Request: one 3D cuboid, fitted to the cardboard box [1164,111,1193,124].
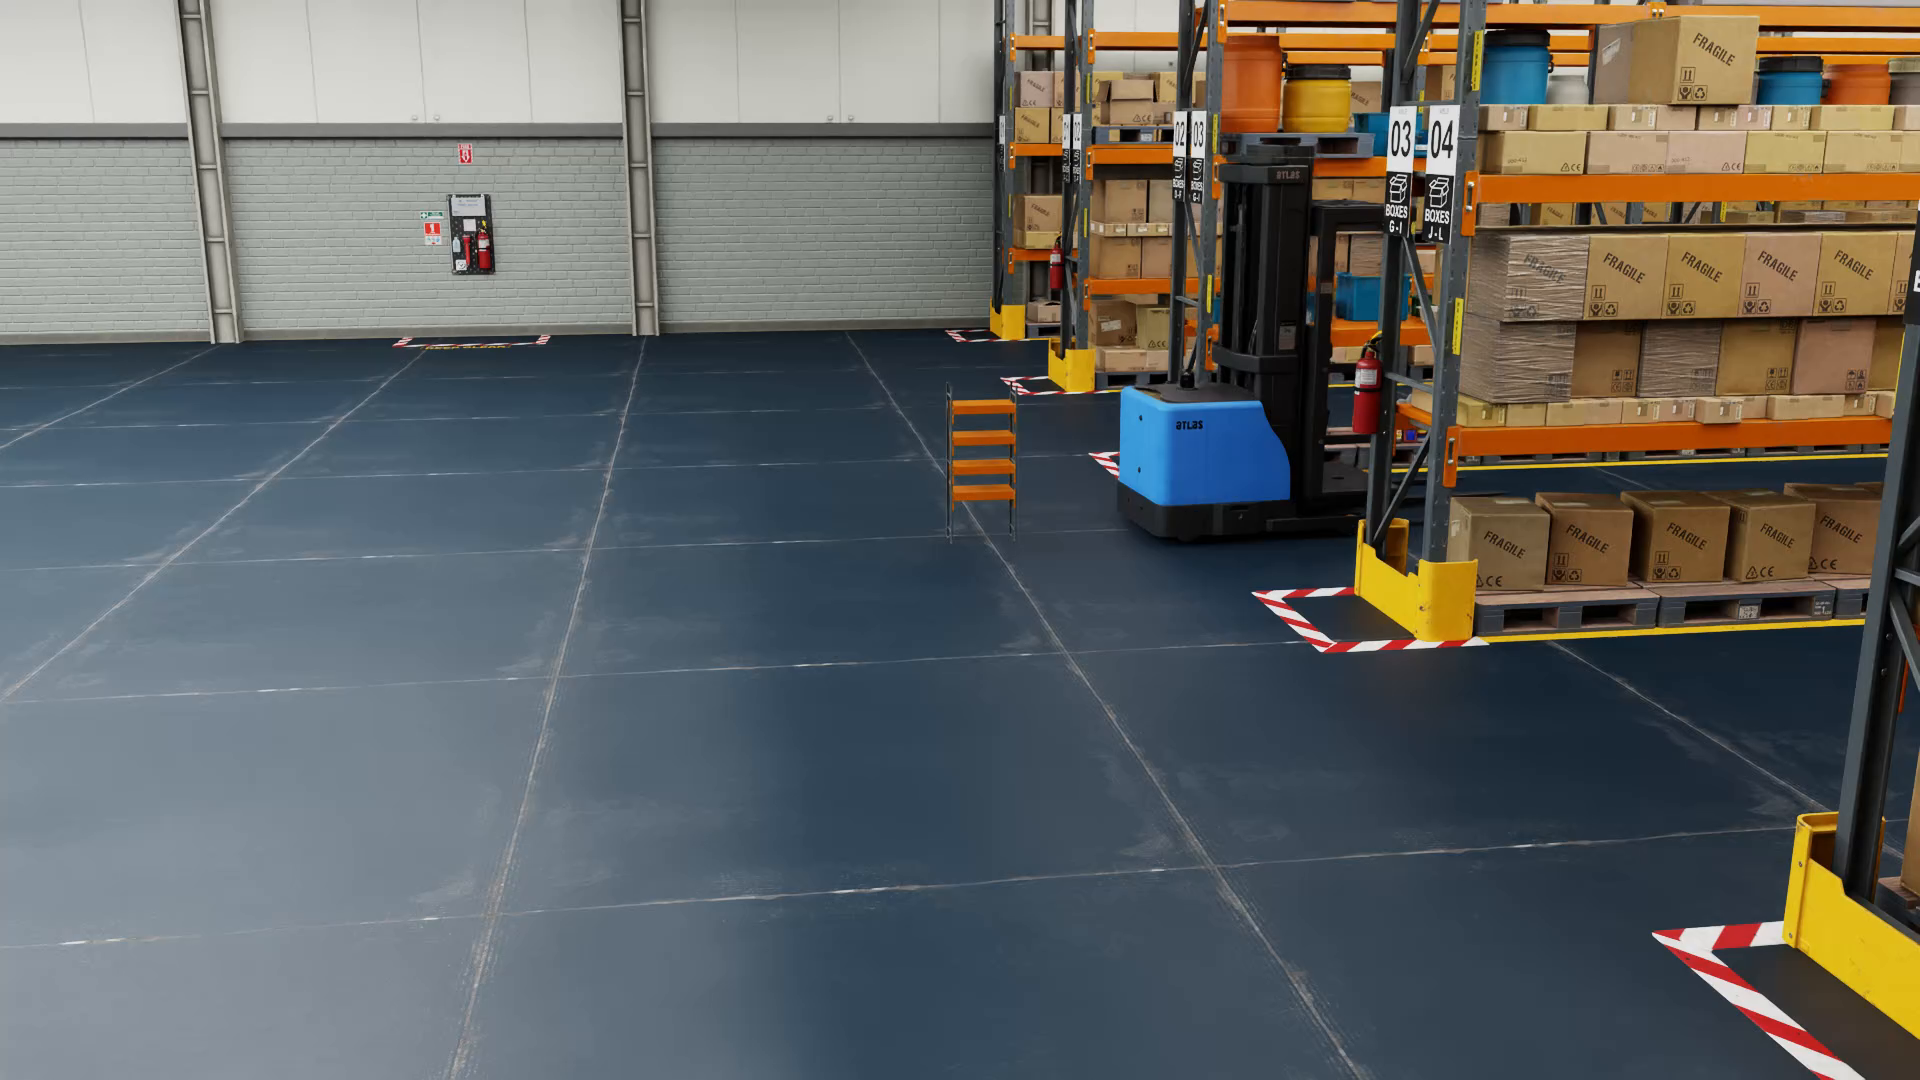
[{"bbox_3d":[2.567,-4.958,19.523,0.250,0.149,0.380,-2,14,-8],"label":"cardboard box"}]

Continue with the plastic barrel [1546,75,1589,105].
[{"bbox_3d":[5.612,-4.051,15.448,0.421,0.512,0.421,0,14,0],"label":"plastic barrel"}]

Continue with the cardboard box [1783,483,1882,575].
[{"bbox_3d":[5.838,-0.079,11.144,0.500,0.500,0.500,2,14,10],"label":"cardboard box"}]

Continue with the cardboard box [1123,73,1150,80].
[{"bbox_3d":[2.550,-6.672,24.692,0.500,0.500,0.500,-2,14,-8],"label":"cardboard box"}]

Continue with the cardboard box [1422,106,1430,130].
[{"bbox_3d":[3.077,-2.631,10.367,0.250,0.149,0.380,-2,14,-8],"label":"cardboard box"}]

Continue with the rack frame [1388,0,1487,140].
[{"bbox_3d":[2.849,-3.880,9.693,0.127,3.000,1.000,-2,14,-8],"label":"rack frame"}]

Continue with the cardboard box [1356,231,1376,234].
[{"bbox_3d":[4.851,-3.791,20.133,0.250,0.149,0.380,-2,14,-9],"label":"cardboard box"}]

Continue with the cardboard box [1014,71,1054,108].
[{"bbox_3d":[1.053,-6.498,23.997,0.500,0.500,0.500,-3,14,-12],"label":"cardboard box"}]

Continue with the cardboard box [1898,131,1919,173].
[{"bbox_3d":[5.875,-2.401,10.272,0.500,0.250,0.500,-2,14,-7],"label":"cardboard box"}]

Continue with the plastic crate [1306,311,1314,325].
[{"bbox_3d":[3.044,-1.988,15.026,0.250,0.136,0.298,-2,14,-8],"label":"plastic crate"}]

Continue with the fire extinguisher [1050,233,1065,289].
[{"bbox_3d":[1.191,-3.423,20.362,0.183,0.674,0.296,-2,14,-8],"label":"fire extinguisher"}]

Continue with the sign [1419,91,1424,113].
[{"bbox_3d":[5.417,-5.108,19.533,0.005,0.325,0.100,-2,14,-8],"label":"sign"}]

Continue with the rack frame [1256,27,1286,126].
[{"bbox_3d":[4.591,-7.599,24.524,0.127,3.000,1.000,-2,14,-8],"label":"rack frame"}]

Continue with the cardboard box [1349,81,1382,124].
[{"bbox_3d":[4.795,-5.318,20.238,0.500,0.500,0.500,-1,14,-4],"label":"cardboard box"}]

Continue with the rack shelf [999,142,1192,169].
[{"bbox_3d":[2.613,-5.723,24.687,4.000,0.370,1.077,-2,14,-8],"label":"rack shelf"}]

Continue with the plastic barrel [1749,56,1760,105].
[{"bbox_3d":[7.184,-4.099,15.701,0.600,0.901,0.600,0,14,0],"label":"plastic barrel"}]

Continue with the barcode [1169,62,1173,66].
[{"bbox_3d":[3.152,-7.119,24.869,0.075,0.075,0.001,-2,14,-8],"label":"barcode"}]

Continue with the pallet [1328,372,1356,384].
[{"bbox_3d":[4.540,-2.127,20.767,1.213,0.211,1.003,-2,14,-8],"label":"pallet"}]

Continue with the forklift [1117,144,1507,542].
[{"bbox_3d":[6.309,0.455,4.883,5.886,2.935,18.991,-3,14,-13],"label":"forklift"}]

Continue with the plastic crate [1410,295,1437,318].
[{"bbox_3d":[4.682,-2.222,15.851,0.662,0.188,0.450,-2,14,-8],"label":"plastic crate"}]

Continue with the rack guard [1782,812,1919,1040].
[{"bbox_3d":[3.465,1.440,5.951,0.348,0.500,1.175,-2,14,-8],"label":"rack guard"}]

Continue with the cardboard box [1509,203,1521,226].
[{"bbox_3d":[8.974,-5.117,26.102,0.500,0.500,0.500,-2,14,-8],"label":"cardboard box"}]

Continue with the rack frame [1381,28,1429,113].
[{"bbox_3d":[5.333,-6.408,19.773,0.127,3.000,1.000,-2,14,-8],"label":"rack frame"}]

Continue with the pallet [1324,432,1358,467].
[{"bbox_3d":[2.984,-0.851,15.681,1.213,0.211,1.003,-2,14,-8],"label":"pallet"}]

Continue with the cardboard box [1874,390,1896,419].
[{"bbox_3d":[5.901,-0.877,10.570,0.250,0.149,0.380,-2,14,-8],"label":"cardboard box"}]

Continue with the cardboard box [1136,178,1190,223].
[{"bbox_3d":[2.412,-4.067,19.899,0.500,0.500,0.700,-2,14,-10],"label":"cardboard box"}]

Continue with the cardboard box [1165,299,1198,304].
[{"bbox_3d":[2.850,-2.717,20.638,0.500,0.500,0.500,-2,14,-8],"label":"cardboard box"}]

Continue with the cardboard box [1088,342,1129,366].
[{"bbox_3d":[1.864,-2.313,20.569,0.500,0.250,0.500,-2,14,-8],"label":"cardboard box"}]

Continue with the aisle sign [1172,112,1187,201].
[{"bbox_3d":[1.996,-3.491,15.131,0.004,0.787,0.394,-2,14,-8],"label":"aisle sign"}]

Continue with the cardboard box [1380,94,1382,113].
[{"bbox_3d":[6.363,-6.442,25.006,0.500,0.500,0.500,-3,14,-10],"label":"cardboard box"}]

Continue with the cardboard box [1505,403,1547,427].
[{"bbox_3d":[3.417,-0.805,10.283,0.250,0.149,0.380,-2,14,-8],"label":"cardboard box"}]

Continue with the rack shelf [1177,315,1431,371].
[{"bbox_3d":[4.089,-1.885,15.550,4.000,0.370,1.077,-2,14,-8],"label":"rack shelf"}]

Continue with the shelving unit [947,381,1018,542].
[{"bbox_3d":[0.166,-0.588,12.600,0.499,1.200,0.258,-2,14,-8],"label":"shelving unit"}]

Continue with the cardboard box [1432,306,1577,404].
[{"bbox_3d":[3.397,-1.176,10.427,0.500,0.500,0.875,-2,14,-8],"label":"cardboard box"}]

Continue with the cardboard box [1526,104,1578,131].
[{"bbox_3d":[3.427,-2.486,9.790,0.250,0.149,0.380,-2,14,-7],"label":"cardboard box"}]

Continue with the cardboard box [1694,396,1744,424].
[{"bbox_3d":[4.664,-0.832,10.389,0.250,0.149,0.380,-2,14,-8],"label":"cardboard box"}]

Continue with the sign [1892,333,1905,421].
[{"bbox_3d":[3.421,-0.581,6.003,0.005,0.325,0.100,-2,14,-8],"label":"sign"}]

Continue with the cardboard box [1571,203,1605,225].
[{"bbox_3d":[9.584,-5.009,25.672,0.500,0.500,0.500,-2,14,-6],"label":"cardboard box"}]

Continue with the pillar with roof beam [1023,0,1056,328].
[{"bbox_3d":[1.840,-6.652,20.747,0.400,9.000,9.100,-2,14,-8],"label":"pillar with roof beam"}]

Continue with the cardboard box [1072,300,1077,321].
[{"bbox_3d":[1.897,-3.478,25.045,0.500,0.311,0.500,-1,14,-4],"label":"cardboard box"}]

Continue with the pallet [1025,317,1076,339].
[{"bbox_3d":[1.519,-3.215,25.109,1.213,0.211,1.003,-2,14,-8],"label":"pallet"}]

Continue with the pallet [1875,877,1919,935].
[{"bbox_3d":[4.267,1.532,6.180,1.213,0.211,1.003,-2,14,-8],"label":"pallet"}]

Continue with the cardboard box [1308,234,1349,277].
[{"bbox_3d":[4.374,-3.508,20.338,0.500,0.500,0.700,-2,14,-9],"label":"cardboard box"}]

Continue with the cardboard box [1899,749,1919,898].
[{"bbox_3d":[4.149,1.013,6.019,0.875,0.875,0.875,-2,14,-8],"label":"cardboard box"}]

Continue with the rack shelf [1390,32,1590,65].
[{"bbox_3d":[7.310,-5.937,20.198,4.000,0.370,1.077,-2,14,-8],"label":"rack shelf"}]

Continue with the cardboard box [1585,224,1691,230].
[{"bbox_3d":[4.345,-1.764,10.717,0.500,0.500,0.500,-2,14,-8],"label":"cardboard box"}]

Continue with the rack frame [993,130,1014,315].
[{"bbox_3d":[0.636,-4.544,24.675,0.127,3.000,1.000,-2,14,-8],"label":"rack frame"}]

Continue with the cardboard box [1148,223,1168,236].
[{"bbox_3d":[2.305,-3.697,19.759,0.250,0.149,0.380,-2,14,-8],"label":"cardboard box"}]

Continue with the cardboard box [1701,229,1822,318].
[{"bbox_3d":[4.917,-1.656,10.288,0.500,0.500,0.500,-2,14,-8],"label":"cardboard box"}]

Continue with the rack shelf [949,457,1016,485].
[{"bbox_3d":[0.164,-0.523,12.616,0.480,0.148,0.258,-2,14,-8],"label":"rack shelf"}]

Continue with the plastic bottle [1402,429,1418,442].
[{"bbox_3d":[4.177,-1.052,15.428,0.133,0.283,0.061,-2,14,-7],"label":"plastic bottle"}]

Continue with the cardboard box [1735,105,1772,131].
[{"bbox_3d":[4.687,-2.559,10.081,0.250,0.149,0.380,-2,14,-9],"label":"cardboard box"}]

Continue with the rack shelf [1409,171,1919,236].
[{"bbox_3d":[4.827,-2.148,10.434,4.000,0.370,1.077,-2,14,-8],"label":"rack shelf"}]
